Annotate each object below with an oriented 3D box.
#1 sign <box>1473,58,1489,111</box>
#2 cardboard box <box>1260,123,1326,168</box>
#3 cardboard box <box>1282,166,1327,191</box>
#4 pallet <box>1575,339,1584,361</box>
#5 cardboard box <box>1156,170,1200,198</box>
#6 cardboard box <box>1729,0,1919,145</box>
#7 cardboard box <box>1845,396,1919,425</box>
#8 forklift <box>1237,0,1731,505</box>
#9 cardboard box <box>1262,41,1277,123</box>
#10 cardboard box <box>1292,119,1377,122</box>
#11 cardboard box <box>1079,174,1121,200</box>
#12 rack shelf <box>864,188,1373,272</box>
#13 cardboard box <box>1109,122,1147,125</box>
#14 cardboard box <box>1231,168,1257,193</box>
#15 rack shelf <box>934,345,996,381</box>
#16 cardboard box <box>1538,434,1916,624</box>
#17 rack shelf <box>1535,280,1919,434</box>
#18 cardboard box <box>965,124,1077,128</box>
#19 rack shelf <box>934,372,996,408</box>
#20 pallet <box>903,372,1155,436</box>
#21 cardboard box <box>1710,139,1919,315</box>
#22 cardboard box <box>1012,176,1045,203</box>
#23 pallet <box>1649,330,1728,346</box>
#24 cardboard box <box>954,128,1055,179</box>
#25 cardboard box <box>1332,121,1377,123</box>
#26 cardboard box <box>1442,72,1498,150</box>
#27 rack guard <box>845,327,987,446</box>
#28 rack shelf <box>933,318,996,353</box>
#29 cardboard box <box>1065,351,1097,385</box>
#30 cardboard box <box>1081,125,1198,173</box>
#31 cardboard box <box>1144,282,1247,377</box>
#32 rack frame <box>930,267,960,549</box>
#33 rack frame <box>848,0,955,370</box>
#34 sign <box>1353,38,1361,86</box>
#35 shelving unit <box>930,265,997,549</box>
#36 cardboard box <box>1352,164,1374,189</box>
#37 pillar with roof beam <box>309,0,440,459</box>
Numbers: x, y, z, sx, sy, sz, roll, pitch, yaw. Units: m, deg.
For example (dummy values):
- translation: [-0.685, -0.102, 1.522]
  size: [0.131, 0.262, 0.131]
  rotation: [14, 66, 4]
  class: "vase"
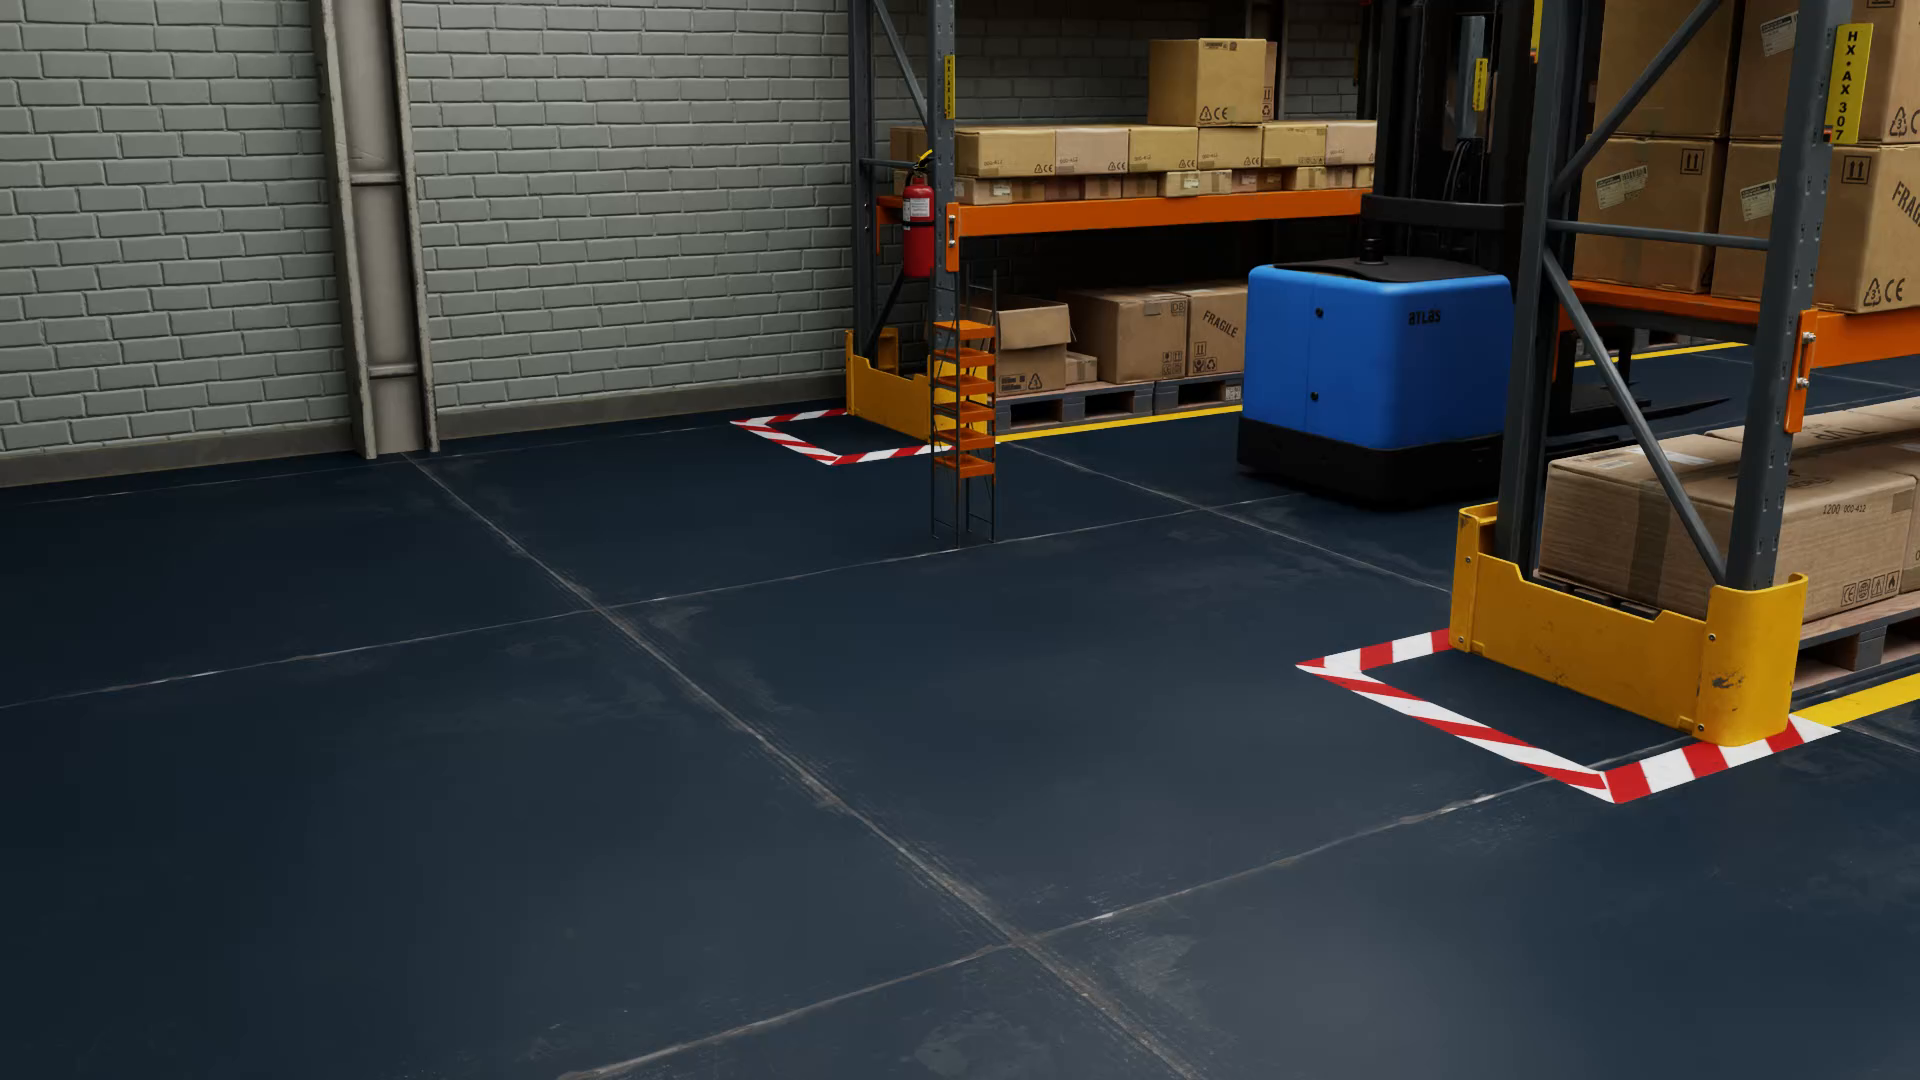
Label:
- translation: [3.379, -2.957, 10.799]
  size: [0.005, 0.325, 0.100]
  rotation: [-9, 18, -30]
  class: "sign"
- translation: [1.926, -2.469, 10.389]
  size: [0.500, 0.250, 0.500]
  rotation: [-9, 18, -30]
  class: "cardboard box"
- translation: [2.084, -2.286, 10.474]
  size: [0.250, 0.149, 0.380]
  rotation: [-10, 18, -31]
  class: "cardboard box"
- translation: [3.771, -1.444, 12.171]
  size: [1.213, 0.211, 1.003]
  rotation: [-9, 18, -30]
  class: "pallet"
- translation: [1.217, -2.138, 9.944]
  size: [0.250, 0.149, 0.380]
  rotation: [-10, 18, -31]
  class: "cardboard box"
- translation: [2.782, -1.491, 5.136]
  size: [0.500, 0.500, 0.500]
  rotation: [-10, 18, -31]
  class: "cardboard box"
- translation: [4.292, -0.299, 6.887]
  size: [0.875, 0.438, 0.875]
  rotation: [-10, 18, -31]
  class: "cardboard box"
- translation: [2.945, -1.860, 8.615]
  size: [3.031, 2.935, 1.130]
  rotation: [-10, 18, -32]
  class: "forklift"
- translation: [1.679, -2.952, 10.720]
  size: [0.500, 0.500, 0.500]
  rotation: [-10, 18, -31]
  class: "cardboard box"
- translation: [2.529, -2.730, 11.317]
  size: [0.500, 0.250, 0.500]
  rotation: [-9, 18, -30]
  class: "cardboard box"
- translation: [0.737, -2.082, 9.745]
  size: [0.250, 0.149, 0.380]
  rotation: [-9, 18, -28]
  class: "cardboard box"
- translation: [1.378, -2.041, 10.465]
  size: [4.000, 0.370, 1.077]
  rotation: [-9, 18, -30]
  class: "rack shelf"
- translation: [1.239, -2.517, 10.559]
  size: [0.500, 0.250, 0.500]
  rotation: [-9, 18, -30]
  class: "cardboard box"
- translation: [1.618, -2.231, 10.276]
  size: [0.250, 0.149, 0.380]
  rotation: [-9, 18, -30]
  class: "cardboard box"
- translation: [0.012, -0.768, 7.202]
  size: [0.180, 0.103, 0.258]
  rotation: [-9, 18, -30]
  class: "rack shelf"
- translation: [2.738, -0.044, 5.980]
  size: [0.875, 0.438, 0.875]
  rotation: [-10, 18, -32]
  class: "cardboard box"
- translation: [3.938, -0.893, 6.370]
  size: [4.000, 0.370, 1.077]
  rotation: [-9, 18, -30]
  class: "rack shelf"
- translation: [0.364, -2.377, 10.058]
  size: [0.500, 0.250, 0.500]
  rotation: [-9, 18, -30]
  class: "cardboard box"
- translation: [0.012, -0.653, 7.235]
  size: [0.180, 0.103, 0.258]
  rotation: [-9, 18, -30]
  class: "rack shelf"
- translation: [0.412, -0.888, 10.186]
  size: [1.213, 0.211, 1.003]
  rotation: [-9, 18, -30]
  class: "pallet"
- translation: [2.783, -1.010, 5.269]
  size: [0.500, 0.500, 0.500]
  rotation: [-9, 18, -30]
  class: "cardboard box"
- translation: [0.281, -2.016, 9.511]
  size: [0.250, 0.149, 0.380]
  rotation: [-9, 18, -28]
  class: "cardboard box"
- translation: [5.862, -1.783, 13.381]
  size: [1.213, 0.211, 1.003]
  rotation: [-9, 18, -30]
  class: "pallet"
- translation: [0.192, -2.181, 9.359]
  size: [0.500, 0.250, 0.500]
  rotation: [-9, 18, -29]
  class: "cardboard box"
- translation: [2.782, -2.609, 10.886]
  size: [0.500, 0.250, 0.500]
  rotation: [-9, 18, -28]
  class: "cardboard box"
- translation: [3.623, -2.931, 11.345]
  size: [0.500, 0.500, 0.700]
  rotation: [-9, 18, -28]
  class: "cardboard box"
- translation: [-0.271, -0.916, 9.751]
  size: [0.348, 0.500, 1.175]
  rotation: [-9, 18, -30]
  class: "rack guard"
- translation: [0.012, -0.884, 7.170]
  size: [0.180, 0.103, 0.258]
  rotation: [-9, 18, -30]
  class: "rack shelf"
- translation: [0.621, -1.052, 10.108]
  size: [0.250, 0.149, 0.380]
  rotation: [-10, 19, -32]
  class: "cardboard box"
- translation: [1.057, -2.322, 9.863]
  size: [0.500, 0.250, 0.500]
  rotation: [-10, 18, -31]
  class: "cardboard box"
- translation: [1.495, -1.331, 10.453]
  size: [0.500, 0.500, 0.500]
  rotation: [-9, 18, -29]
  class: "cardboard box"
- translation: [-0.066, -0.567, 7.210]
  size: [0.006, 1.200, 0.240]
  rotation: [-9, 18, -30]
  class: "rack frame"
- translation: [-0.336, -2.109, 9.376]
  size: [0.127, 3.000, 1.000]
  rotation: [-9, 18, -30]
  class: "rack frame"
- translation: [2.804, -3.350, 11.660]
  size: [0.005, 0.325, 0.100]
  rotation: [-9, 18, -30]
  class: "sign"
- translation: [0.012, -0.580, 7.255]
  size: [0.189, 1.200, 0.258]
  rotation: [-9, 18, -30]
  class: "shelving unit"
- translation: [2.527, -2.358, 10.731]
  size: [0.250, 0.149, 0.380]
  rotation: [-9, 18, -28]
  class: "cardboard box"
- translation: [-0.894, -3.835, 4.420]
  size: [0.400, 9.000, 9.100]
  rotation: [-9, 18, -30]
  class: "pillar with roof beam"
